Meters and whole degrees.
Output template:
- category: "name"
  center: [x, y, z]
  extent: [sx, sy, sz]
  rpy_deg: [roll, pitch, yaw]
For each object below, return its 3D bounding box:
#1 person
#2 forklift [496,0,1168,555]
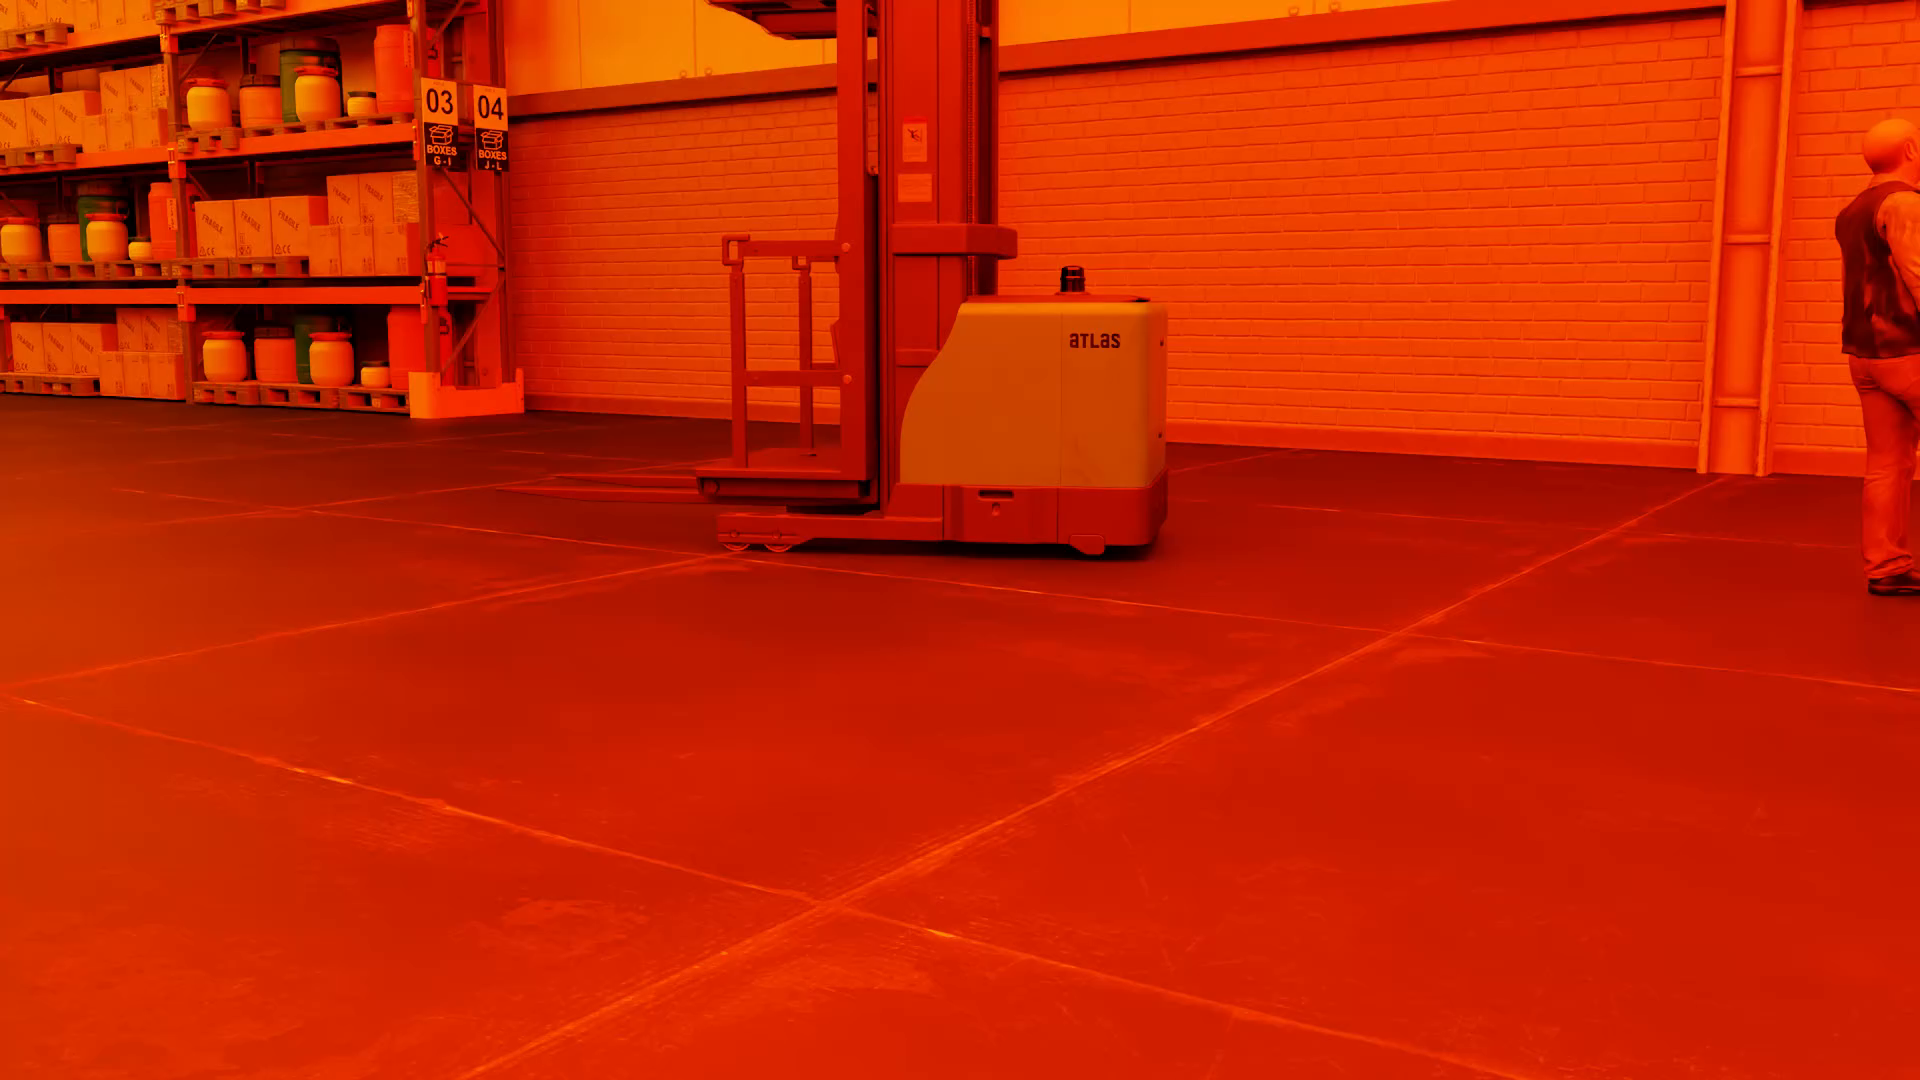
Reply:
- category: "person"
  center: [3.499, -0.653, 6.040]
  extent: [0.576, 1.721, 0.636]
  rpy_deg: [0, 8, 3]
- category: "forklift"
  center: [-0.596, -1.469, 7.520]
  extent: [3.031, 2.935, 1.130]
  rpy_deg: [2, 8, 12]
